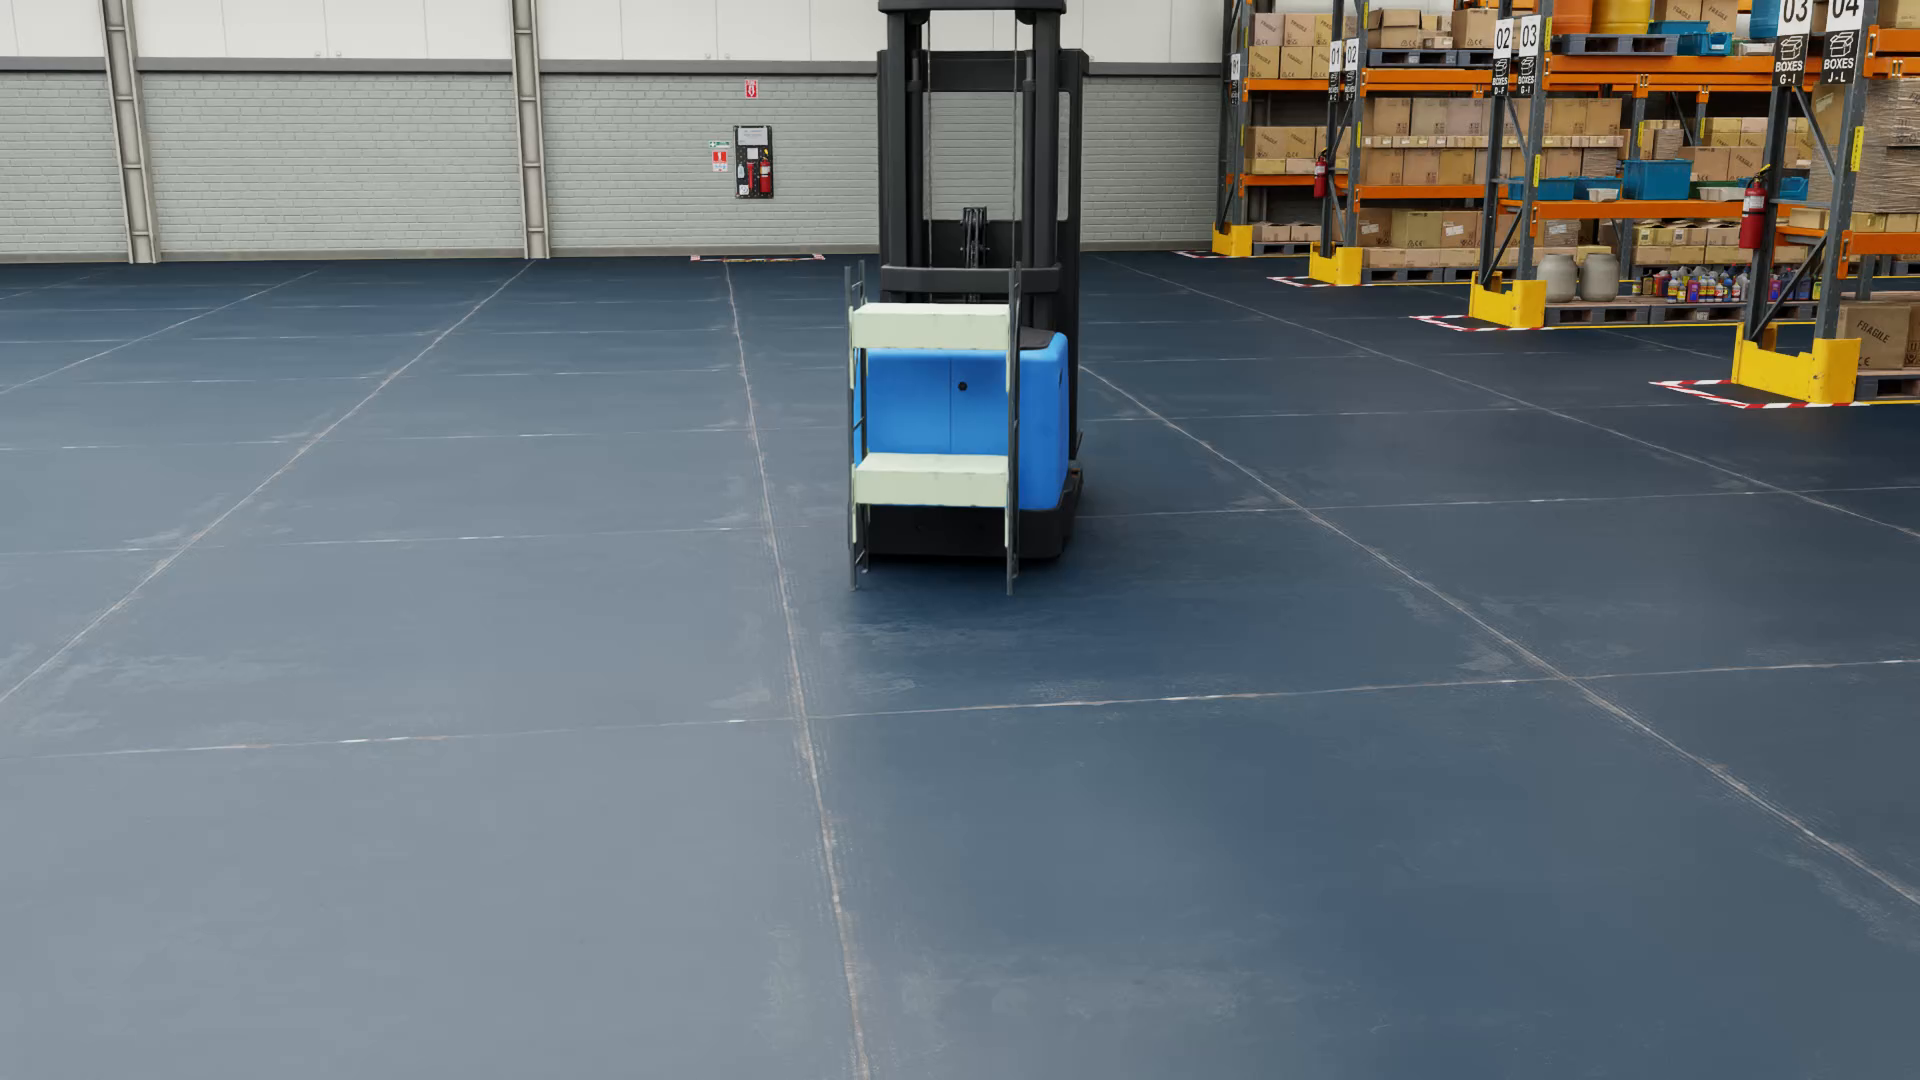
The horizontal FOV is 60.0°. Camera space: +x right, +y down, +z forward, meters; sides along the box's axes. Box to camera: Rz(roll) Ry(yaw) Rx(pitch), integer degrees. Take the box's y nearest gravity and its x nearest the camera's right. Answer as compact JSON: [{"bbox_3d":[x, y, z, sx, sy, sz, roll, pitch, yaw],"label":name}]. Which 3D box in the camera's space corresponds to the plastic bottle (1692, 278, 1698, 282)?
[{"bbox_3d":[8.301,-2.863,18.821,0.097,0.201,0.097,0,14,0],"label":"plastic bottle"}]

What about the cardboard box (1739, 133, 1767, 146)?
[{"bbox_3d":[13.408,-6.696,28.398,0.500,0.500,0.500,-2,14,-6],"label":"cardboard box"}]

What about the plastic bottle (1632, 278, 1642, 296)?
[{"bbox_3d":[7.686,-2.876,18.872,0.097,0.201,0.097,0,14,0],"label":"plastic bottle"}]

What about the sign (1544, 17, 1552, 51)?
[{"bbox_3d":[6.013,-5.175,17.005,0.005,0.325,0.100,-2,14,-8],"label":"sign"}]

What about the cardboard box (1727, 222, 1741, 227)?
[{"bbox_3d":[11.123,-4.338,23.488,0.500,0.311,0.500,-2,14,-7],"label":"cardboard box"}]

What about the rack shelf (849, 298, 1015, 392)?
[{"bbox_3d":[-0.115,-0.901,7.628,0.720,0.370,0.431,2,14,6],"label":"rack shelf"}]

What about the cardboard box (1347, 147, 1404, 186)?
[{"bbox_3d":[5.665,-5.102,22.694,0.500,0.500,0.700,-2,14,-8],"label":"cardboard box"}]

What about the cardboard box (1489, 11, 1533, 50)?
[{"bbox_3d":[7.510,-6.932,22.667,0.637,0.503,0.797,-1,14,-2],"label":"cardboard box"}]

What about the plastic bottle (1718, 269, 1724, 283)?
[{"bbox_3d":[8.675,-2.957,19.025,0.133,0.283,0.061,-1,14,-6],"label":"plastic bottle"}]

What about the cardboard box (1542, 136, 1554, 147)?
[{"bbox_3d":[7.913,-5.450,22.748,0.250,0.149,0.380,-2,14,-9],"label":"cardboard box"}]

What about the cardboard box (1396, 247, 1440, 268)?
[{"bbox_3d":[6.259,-3.895,22.874,0.500,0.250,0.500,-2,14,-8],"label":"cardboard box"}]

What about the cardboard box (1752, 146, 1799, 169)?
[{"bbox_3d":[11.455,-5.313,23.537,0.500,0.500,0.500,-3,14,-11],"label":"cardboard box"}]

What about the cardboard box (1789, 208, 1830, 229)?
[{"bbox_3d":[6.925,-2.595,13.419,0.250,0.149,0.380,-2,14,-8],"label":"cardboard box"}]

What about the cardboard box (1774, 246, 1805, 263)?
[{"bbox_3d":[11.621,-4.085,23.633,0.500,0.250,0.500,-2,14,-7],"label":"cardboard box"}]

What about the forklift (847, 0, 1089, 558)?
[{"bbox_3d":[0.135,-1.640,9.234,1.130,2.935,3.031,2,14,7],"label":"forklift"}]

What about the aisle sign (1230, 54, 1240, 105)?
[{"bbox_3d":[4.433,-7.417,26.787,0.004,0.787,0.394,-2,14,-8],"label":"aisle sign"}]

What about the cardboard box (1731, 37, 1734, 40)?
[{"bbox_3d":[10.310,-6.811,22.993,0.500,0.250,0.500,-4,15,-14],"label":"cardboard box"}]

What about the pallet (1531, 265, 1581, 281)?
[{"bbox_3d":[8.364,-3.813,23.493,1.213,0.211,1.003,-2,14,-8],"label":"pallet"}]

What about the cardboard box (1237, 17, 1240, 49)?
[{"bbox_3d":[4.847,-8.308,27.214,0.500,0.500,0.500,-1,14,-6],"label":"cardboard box"}]

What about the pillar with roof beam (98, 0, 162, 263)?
[{"bbox_3d":[-12.135,-7.687,20.873,0.400,9.000,9.100,-2,14,-8],"label":"pillar with roof beam"}]

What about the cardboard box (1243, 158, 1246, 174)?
[{"bbox_3d":[4.893,-6.232,27.671,0.500,0.250,0.500,-2,14,-7],"label":"cardboard box"}]

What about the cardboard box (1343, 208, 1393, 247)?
[{"bbox_3d":[5.687,-4.364,23.206,0.500,0.500,0.500,-2,14,-8],"label":"cardboard box"}]

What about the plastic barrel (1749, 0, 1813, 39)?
[{"bbox_3d":[8.891,-5.885,17.959,0.708,0.901,0.600,-2,14,-8],"label":"plastic barrel"}]

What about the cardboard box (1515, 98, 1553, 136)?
[{"bbox_3d":[7.724,-5.808,22.843,0.500,0.500,0.700,-2,14,-8],"label":"cardboard box"}]

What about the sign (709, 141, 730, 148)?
[{"bbox_3d":[-3.915,-6.444,27.087,0.331,0.109,0.001,-2,14,-8],"label":"sign"}]

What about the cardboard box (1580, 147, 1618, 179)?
[{"bbox_3d":[8.719,-5.216,23.147,0.500,0.500,0.700,-2,14,-10],"label":"cardboard box"}]

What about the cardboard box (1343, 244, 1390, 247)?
[{"bbox_3d":[5.688,-4.000,23.295,0.500,0.250,0.500,-2,14,-8],"label":"cardboard box"}]

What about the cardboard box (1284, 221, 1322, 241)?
[{"bbox_3d":[5.721,-5.164,27.771,0.500,0.311,0.500,-1,14,-4],"label":"cardboard box"}]

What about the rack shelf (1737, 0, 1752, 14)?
[{"bbox_3d":[14.348,-8.960,28.253,4.000,0.370,1.077,-2,14,-8],"label":"rack shelf"}]

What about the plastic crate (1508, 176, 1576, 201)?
[{"bbox_3d":[6.386,-3.866,18.277,0.616,0.251,0.499,-2,14,-8],"label":"plastic crate"}]

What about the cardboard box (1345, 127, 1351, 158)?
[{"bbox_3d":[6.487,-6.531,27.324,0.500,0.500,0.500,-2,14,-7],"label":"cardboard box"}]

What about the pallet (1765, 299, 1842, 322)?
[{"bbox_3d":[9.221,-2.626,18.760,1.213,0.211,1.003,-2,14,-8],"label":"pallet"}]

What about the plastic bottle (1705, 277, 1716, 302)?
[{"bbox_3d":[8.213,-2.745,18.205,0.097,0.271,0.097,0,14,0],"label":"plastic bottle"}]

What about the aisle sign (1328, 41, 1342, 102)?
[{"bbox_3d":[5.093,-6.369,22.607,0.004,0.787,0.394,-2,14,-8],"label":"aisle sign"}]

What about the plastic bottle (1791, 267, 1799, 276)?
[{"bbox_3d":[9.276,-2.864,18.515,0.185,0.351,0.144,-2,14,-8],"label":"plastic bottle"}]

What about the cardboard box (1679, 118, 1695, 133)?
[{"bbox_3d":[12.780,-7.166,28.730,0.500,0.250,0.500,-2,14,-7],"label":"cardboard box"}]

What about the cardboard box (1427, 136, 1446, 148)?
[{"bbox_3d":[6.379,-5.393,22.520,0.250,0.149,0.380,-2,14,-9],"label":"cardboard box"}]

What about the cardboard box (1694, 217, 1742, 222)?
[{"bbox_3d":[13.117,-5.677,28.749,0.750,0.750,0.750,-2,14,-9],"label":"cardboard box"}]

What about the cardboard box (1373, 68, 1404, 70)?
[{"bbox_3d":[6.908,-7.767,27.113,0.500,0.500,0.500,-3,14,-11],"label":"cardboard box"}]

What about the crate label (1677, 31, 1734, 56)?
[{"bbox_3d":[7.836,-5.219,17.506,0.408,0.251,0.502,-2,14,-8],"label":"crate label"}]

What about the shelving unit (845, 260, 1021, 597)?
[{"bbox_3d":[-0.115,-0.523,7.723,0.755,1.500,0.431,2,14,6],"label":"shelving unit"}]

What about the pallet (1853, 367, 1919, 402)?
[{"bbox_3d":[7.557,-1.328,13.583,1.213,0.211,1.003,-2,14,-8],"label":"pallet"}]

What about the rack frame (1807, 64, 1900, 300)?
[{"bbox_3d":[9.891,-3.993,18.478,0.127,3.000,1.000,-2,14,-8],"label":"rack frame"}]

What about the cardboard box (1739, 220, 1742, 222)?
[{"bbox_3d":[11.528,-4.484,24.073,0.500,0.311,0.500,-2,14,-10],"label":"cardboard box"}]

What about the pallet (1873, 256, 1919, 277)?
[{"bbox_3d":[13.856,-3.995,24.218,1.213,0.211,1.003,-2,14,-8],"label":"pallet"}]

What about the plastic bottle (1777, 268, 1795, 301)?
[{"bbox_3d":[9.107,-2.822,18.349,0.185,0.351,0.144,-3,14,-11],"label":"plastic bottle"}]

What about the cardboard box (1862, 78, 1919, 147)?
[{"bbox_3d":[7.258,-3.289,12.797,0.500,0.500,0.500,-2,14,-8],"label":"cardboard box"}]

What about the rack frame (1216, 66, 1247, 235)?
[{"bbox_3d":[4.460,-6.231,27.402,0.127,3.000,1.000,-2,14,-8],"label":"rack frame"}]

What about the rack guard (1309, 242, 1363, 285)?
[{"bbox_3d":[5.178,-3.826,22.952,0.348,0.500,1.175,-2,14,-8],"label":"rack guard"}]

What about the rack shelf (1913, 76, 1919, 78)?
[{"bbox_3d":[15.090,-6.508,23.819,4.000,0.370,1.077,-2,14,-8],"label":"rack shelf"}]

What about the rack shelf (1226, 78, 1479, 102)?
[{"bbox_3d":[6.438,-7.410,27.413,4.000,0.370,1.077,-2,14,-8],"label":"rack shelf"}]
